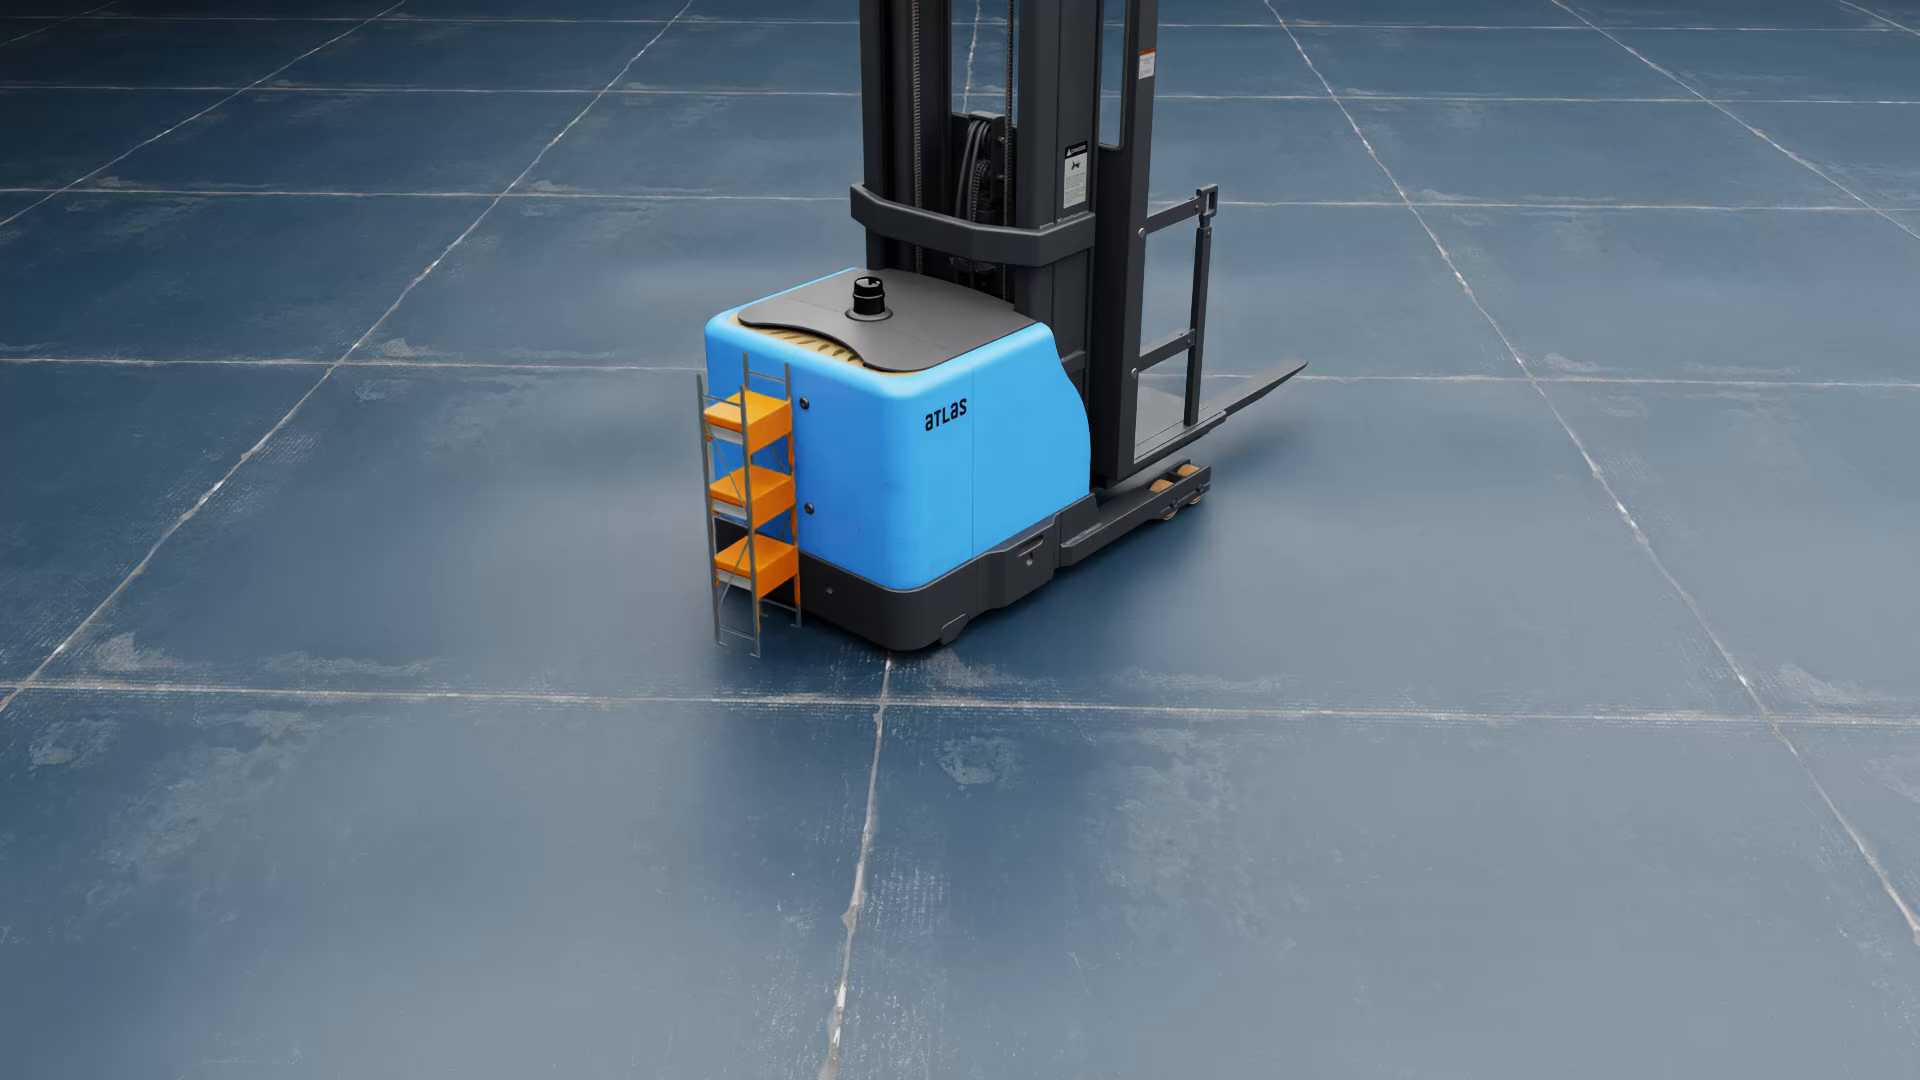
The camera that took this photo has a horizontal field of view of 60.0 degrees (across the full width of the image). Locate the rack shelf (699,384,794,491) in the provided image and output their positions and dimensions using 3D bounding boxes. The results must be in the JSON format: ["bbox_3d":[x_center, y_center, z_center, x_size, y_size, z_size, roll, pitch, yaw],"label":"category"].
[{"bbox_3d":[-0.730,-0.354,5.712,0.215,0.259,0.240,17,32,28],"label":"rack shelf"}]

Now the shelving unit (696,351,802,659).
[{"bbox_3d":[-0.732,-0.113,5.841,0.215,1.050,0.252,17,32,28],"label":"shelving unit"}]

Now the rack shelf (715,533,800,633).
[{"bbox_3d":[-0.734,0.141,5.977,0.215,0.259,0.240,17,32,28],"label":"rack shelf"}]

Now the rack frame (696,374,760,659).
[{"bbox_3d":[-0.797,-0.065,5.750,0.200,1.050,0.008,17,32,28],"label":"rack frame"}]

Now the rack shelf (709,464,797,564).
[{"bbox_3d":[-0.732,-0.104,5.846,0.215,0.259,0.240,17,32,28],"label":"rack shelf"}]

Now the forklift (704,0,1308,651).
[{"bbox_3d":[0.409,-1.516,6.480,1.130,2.935,3.031,22,35,35],"label":"forklift"}]

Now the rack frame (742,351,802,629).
[{"bbox_3d":[-0.667,-0.162,5.932,0.200,1.050,0.008,17,32,28],"label":"rack frame"}]
